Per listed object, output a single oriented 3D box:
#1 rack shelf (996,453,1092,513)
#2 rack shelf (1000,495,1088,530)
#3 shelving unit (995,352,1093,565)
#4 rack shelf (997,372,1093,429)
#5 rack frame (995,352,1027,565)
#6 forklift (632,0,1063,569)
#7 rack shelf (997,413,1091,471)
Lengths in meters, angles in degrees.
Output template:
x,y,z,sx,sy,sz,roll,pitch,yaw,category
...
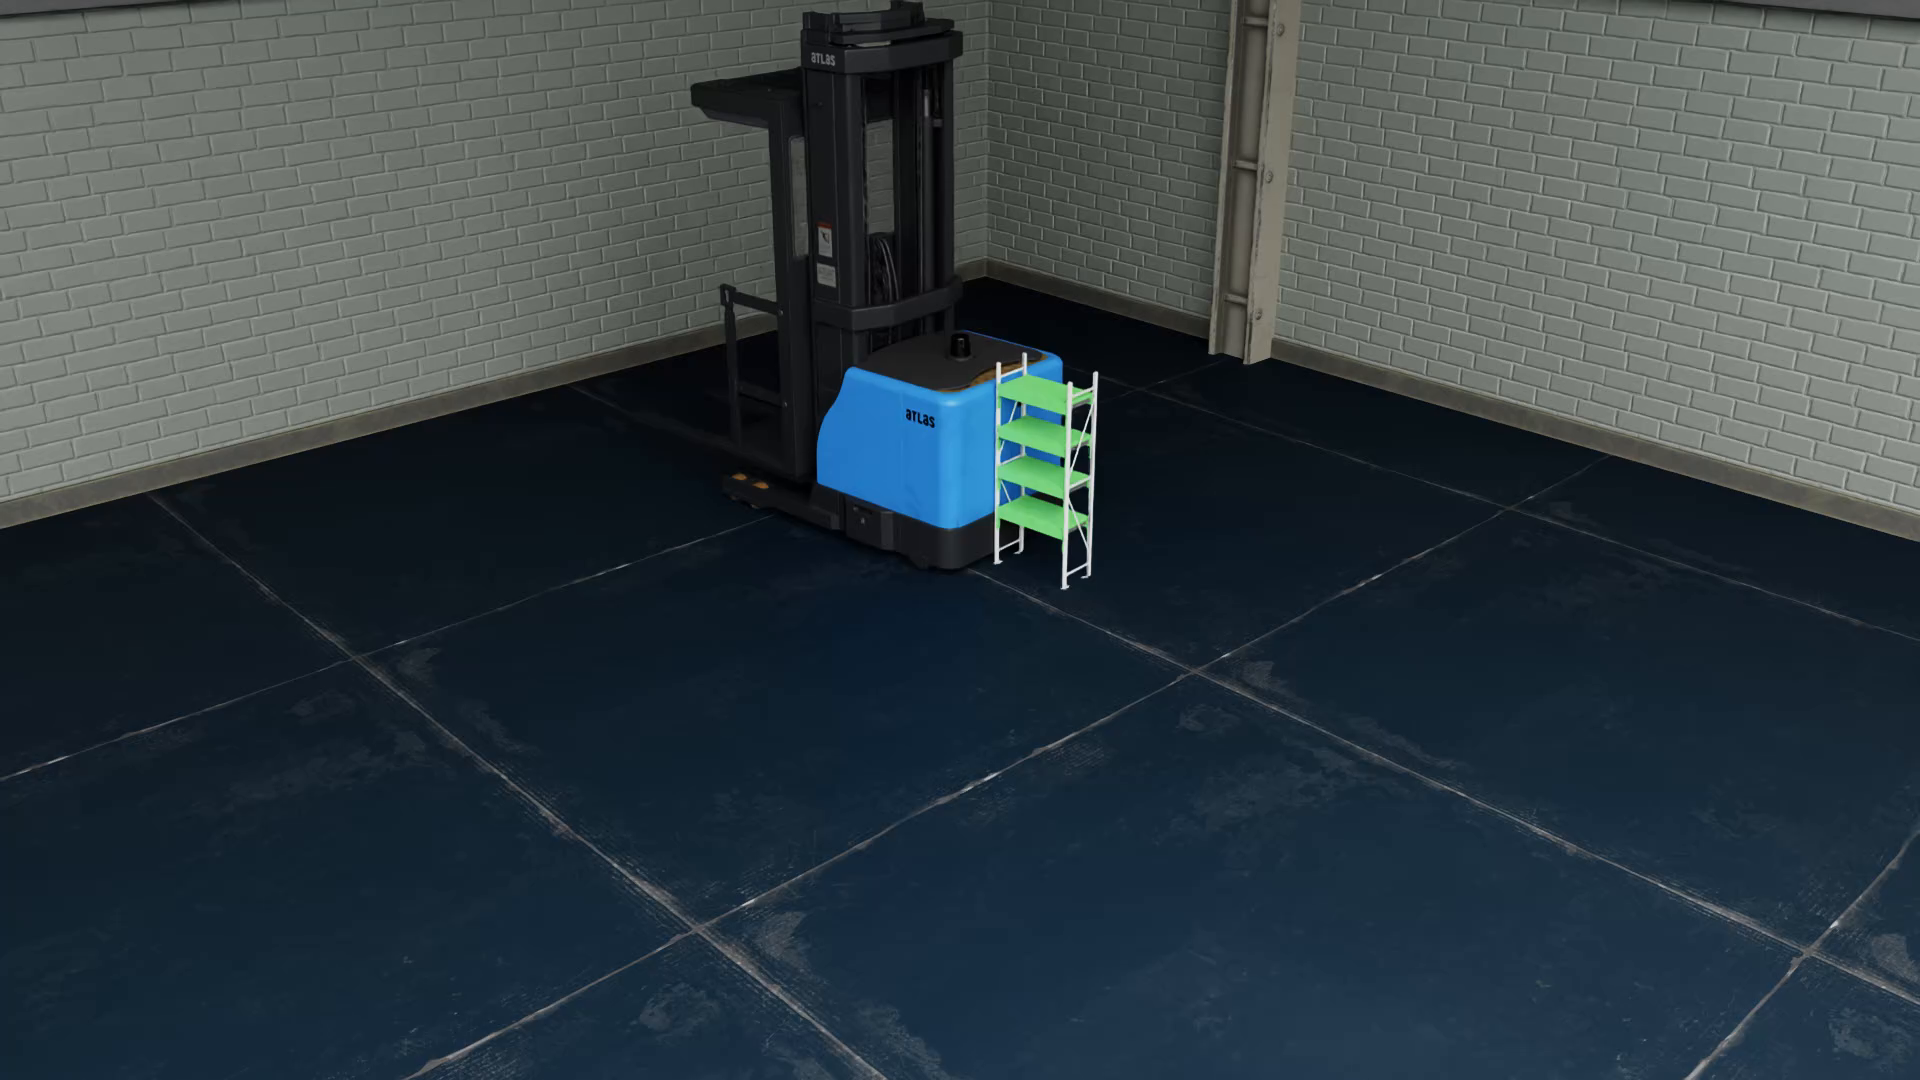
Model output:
x,y,z,sx,sy,sz,roll,pitch,yaw,category
0.464,-0.318,9.155,0.480,0.148,0.258,20,31,37,rack shelf
0.464,-0.148,9.233,0.457,0.021,0.221,20,31,37,rack shelf
0.460,-0.378,9.132,0.492,1.200,0.258,20,31,37,shelving unit
0.464,-0.755,8.956,0.480,0.148,0.258,20,31,37,rack shelf
0.281,-0.443,9.276,0.015,1.200,0.240,20,31,37,rack frame
-0.833,-1.666,9.871,3.031,2.935,1.130,20,31,37,forklift
0.464,-0.536,9.055,0.480,0.148,0.258,20,31,37,rack shelf
